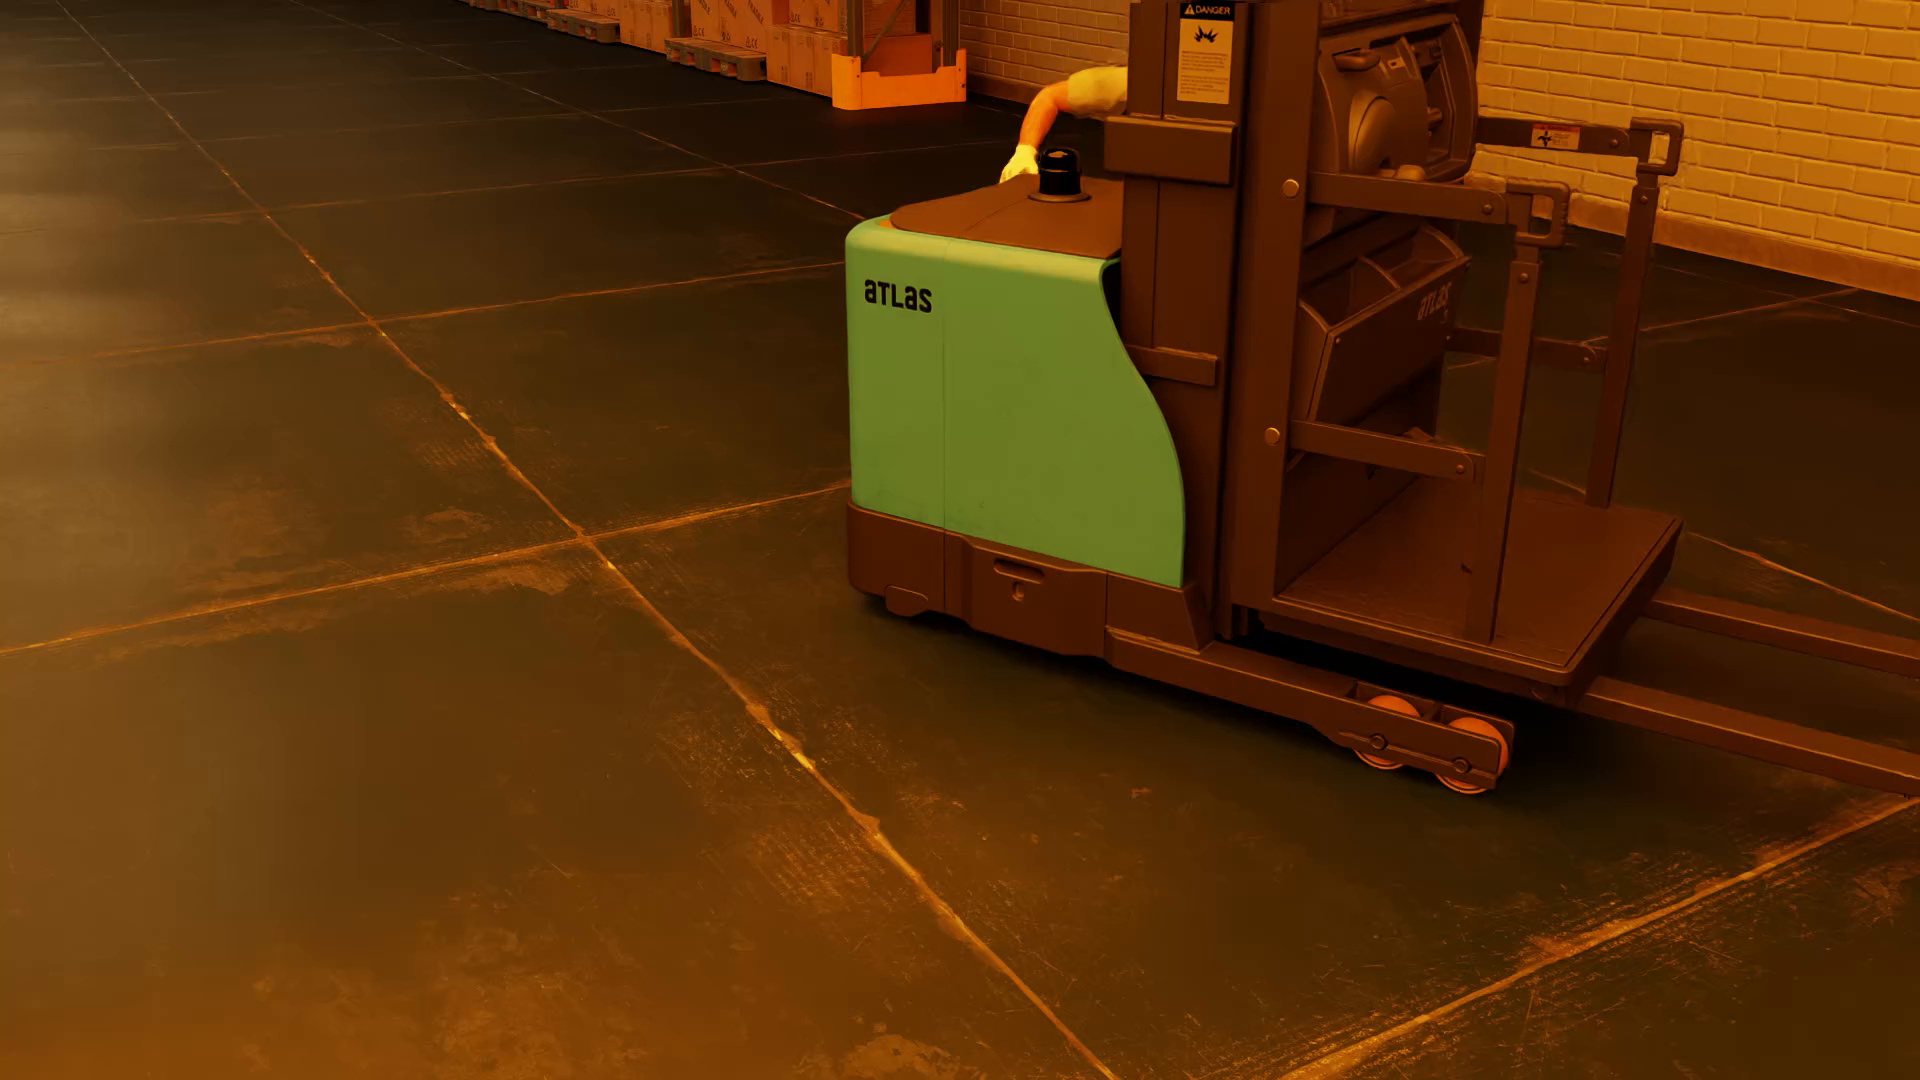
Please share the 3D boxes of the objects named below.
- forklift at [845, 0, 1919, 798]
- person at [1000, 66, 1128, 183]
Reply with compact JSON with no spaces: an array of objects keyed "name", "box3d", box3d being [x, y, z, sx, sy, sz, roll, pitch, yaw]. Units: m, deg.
[{"name":"forklift","box3d":[1.193,-1.015,3.746,3.031,2.935,1.130,14,26,31]},{"name":"person","box3d":[0.627,-0.866,5.121,1.105,1.627,0.829,11,25,24]}]
